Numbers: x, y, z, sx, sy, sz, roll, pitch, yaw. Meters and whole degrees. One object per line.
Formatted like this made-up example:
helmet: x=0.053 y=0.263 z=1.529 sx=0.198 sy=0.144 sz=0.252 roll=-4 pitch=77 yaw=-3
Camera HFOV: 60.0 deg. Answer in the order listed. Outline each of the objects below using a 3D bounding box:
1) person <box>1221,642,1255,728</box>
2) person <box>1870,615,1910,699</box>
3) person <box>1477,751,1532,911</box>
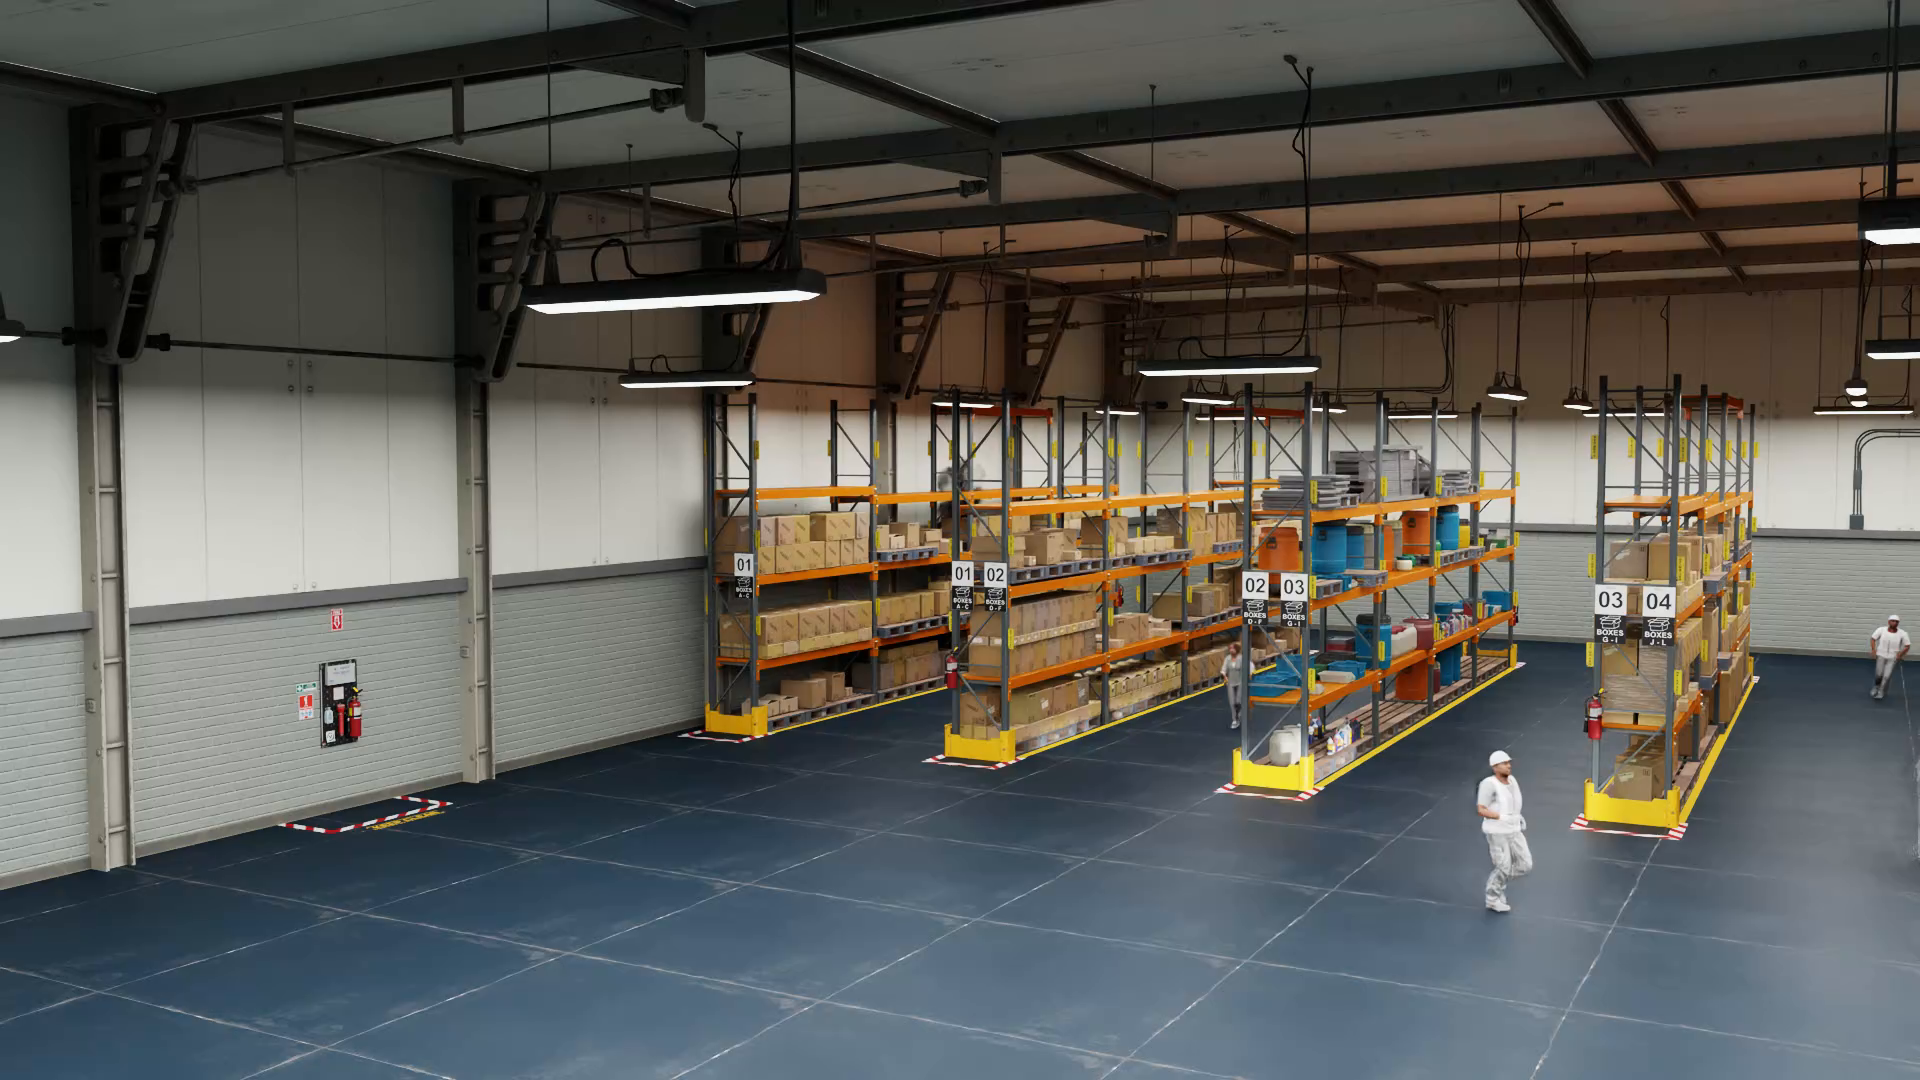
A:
person: x=4.955 y=2.616 z=29.819 sx=0.566 sy=1.555 sz=0.643 roll=1 pitch=3 yaw=25
person: x=18.615 y=2.353 z=33.291 sx=0.702 sy=1.711 sz=0.563 roll=2 pitch=4 yaw=30
person: x=5.908 y=3.151 z=17.949 sx=0.669 sy=1.737 sz=0.589 roll=-2 pitch=4 yaw=-32
